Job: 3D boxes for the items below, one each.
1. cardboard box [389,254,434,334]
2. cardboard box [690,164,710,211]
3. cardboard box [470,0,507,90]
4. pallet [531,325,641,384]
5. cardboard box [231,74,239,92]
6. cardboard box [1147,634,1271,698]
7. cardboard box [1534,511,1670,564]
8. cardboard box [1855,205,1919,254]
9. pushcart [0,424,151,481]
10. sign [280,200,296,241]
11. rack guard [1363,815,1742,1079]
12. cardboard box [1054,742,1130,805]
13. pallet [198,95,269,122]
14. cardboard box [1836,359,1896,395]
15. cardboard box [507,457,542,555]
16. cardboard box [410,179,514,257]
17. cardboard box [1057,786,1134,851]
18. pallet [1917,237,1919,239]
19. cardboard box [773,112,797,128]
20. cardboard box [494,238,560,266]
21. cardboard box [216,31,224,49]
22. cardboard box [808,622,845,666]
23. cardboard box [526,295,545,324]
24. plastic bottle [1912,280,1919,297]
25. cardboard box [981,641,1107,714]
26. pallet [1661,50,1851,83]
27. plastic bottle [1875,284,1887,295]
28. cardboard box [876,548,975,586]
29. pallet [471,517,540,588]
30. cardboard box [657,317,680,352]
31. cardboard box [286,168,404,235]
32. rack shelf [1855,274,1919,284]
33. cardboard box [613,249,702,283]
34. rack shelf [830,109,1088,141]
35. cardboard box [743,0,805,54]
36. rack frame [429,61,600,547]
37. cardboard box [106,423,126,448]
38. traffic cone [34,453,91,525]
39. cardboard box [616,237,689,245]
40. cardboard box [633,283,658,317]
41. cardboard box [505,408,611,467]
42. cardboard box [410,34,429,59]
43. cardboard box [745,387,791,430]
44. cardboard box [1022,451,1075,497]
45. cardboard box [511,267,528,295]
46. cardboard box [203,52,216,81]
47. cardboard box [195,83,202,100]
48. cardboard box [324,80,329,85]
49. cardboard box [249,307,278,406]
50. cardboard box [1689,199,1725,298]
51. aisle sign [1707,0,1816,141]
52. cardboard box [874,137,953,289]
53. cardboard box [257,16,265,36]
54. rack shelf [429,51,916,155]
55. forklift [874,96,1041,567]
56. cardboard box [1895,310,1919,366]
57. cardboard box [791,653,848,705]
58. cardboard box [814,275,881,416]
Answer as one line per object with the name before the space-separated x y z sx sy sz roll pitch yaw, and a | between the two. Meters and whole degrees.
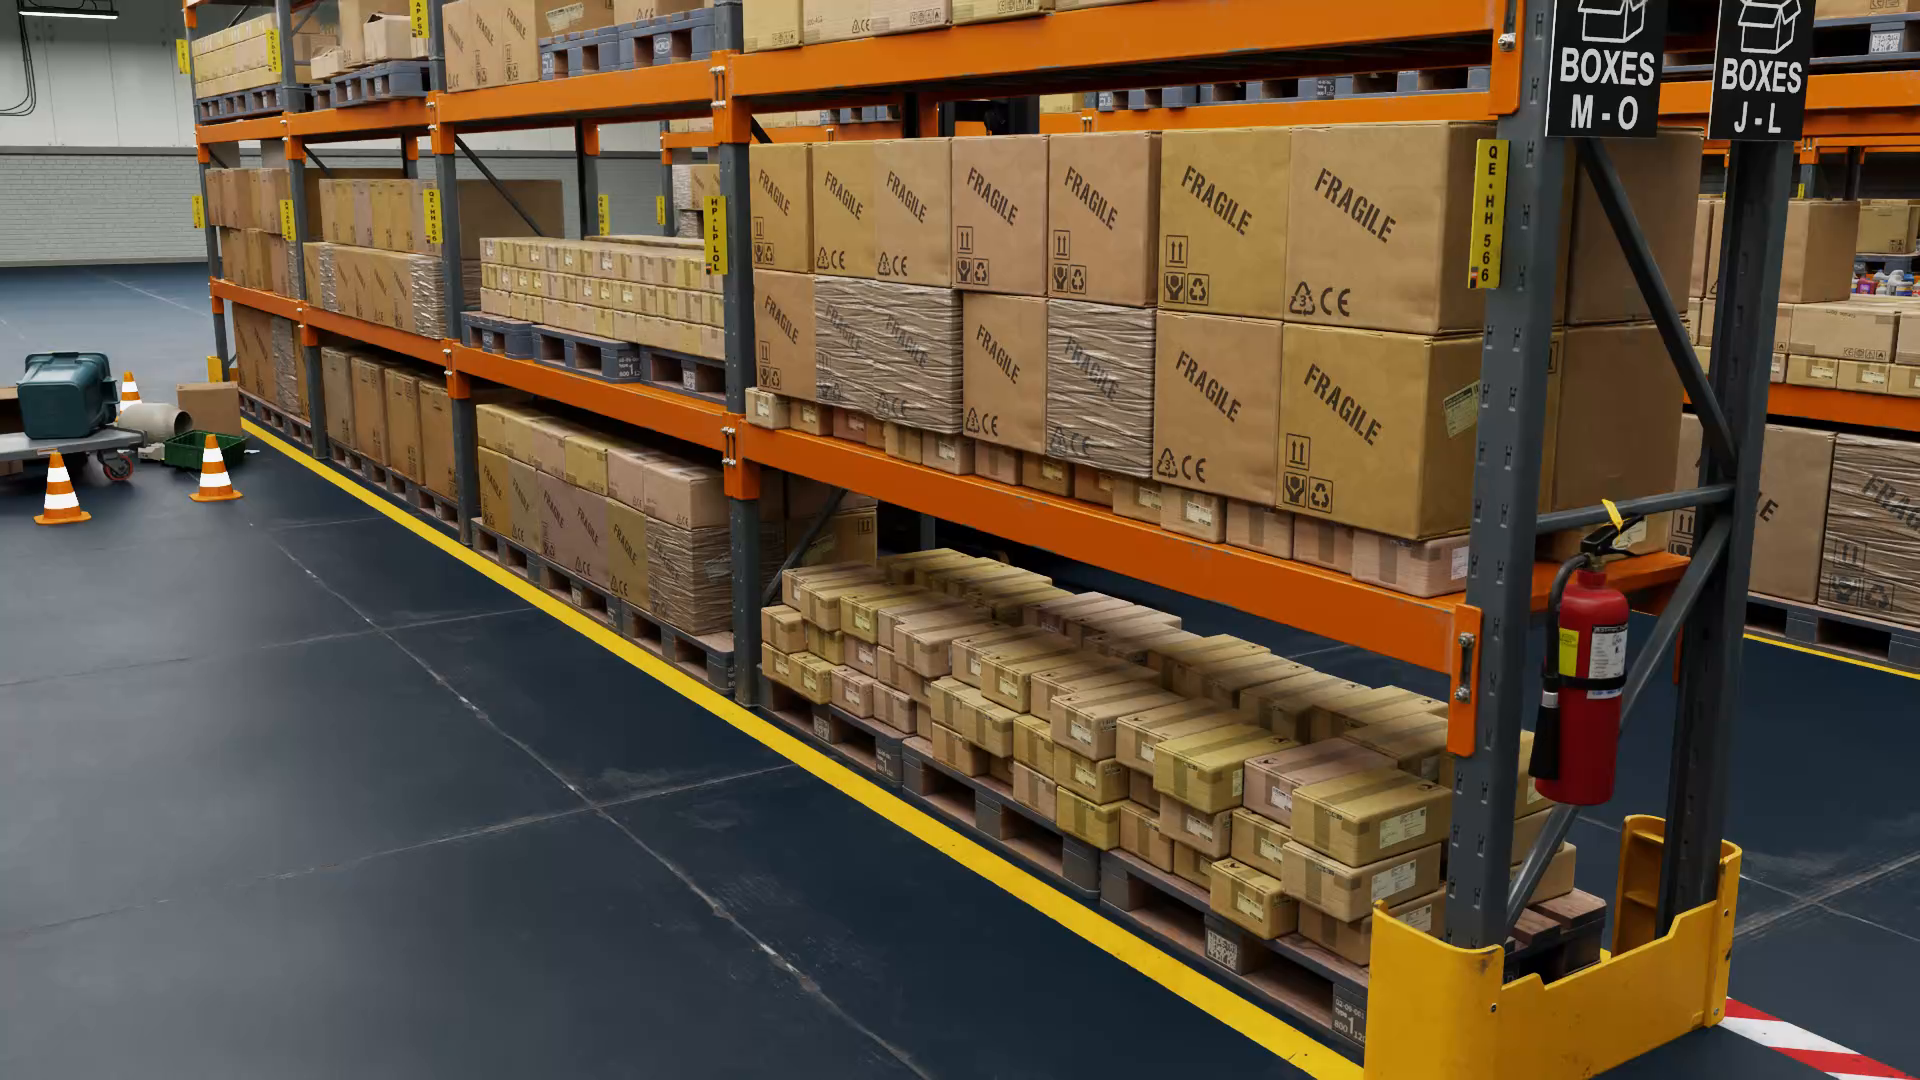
cardboard box | -3.530 -1.676 11.271 0.500 0.500 0.500 -8 15 -33
cardboard box | -2.680 -3.945 18.608 0.500 0.500 0.500 -8 15 -33
cardboard box | -2.404 -2.783 9.312 0.500 0.500 0.500 -8 15 -33
pallet | -1.651 -1.049 9.087 1.003 0.211 1.213 -8 15 -33
cardboard box | -6.312 -4.096 14.922 0.380 0.149 0.250 -8 15 -33
cardboard box | 0.898 0.465 6.014 0.380 0.149 0.250 -8 15 -32
cardboard box | 1.744 -0.041 4.616 0.380 0.149 0.250 -8 15 -33
cardboard box | 10.095 -3.386 18.109 0.500 0.500 0.700 9 15 36
pushcart | -7.192 -0.595 12.701 0.936 0.377 1.648 9 15 35
sign | -5.459 -2.597 13.505 0.100 0.325 0.005 -8 15 -33
rack guard | 1.609 1.140 4.477 1.175 0.500 0.348 -8 15 -33
cardboard box | 0.534 0.732 5.487 0.380 0.149 0.250 -8 15 -32
pallet | -6.794 -4.204 16.252 1.003 0.211 1.213 -8 15 -33
cardboard box | 4.518 -0.810 8.132 0.380 0.149 0.250 -8 15 -32
cardboard box | -2.320 -0.229 9.756 0.500 0.500 0.500 -8 15 -32
cardboard box | -3.303 -2.198 11.318 0.700 0.500 0.500 -8 15 -34
cardboard box | 0.543 0.880 5.506 0.380 0.149 0.250 -9 15 -35
pallet | 12.643 -4.072 22.908 1.003 0.211 1.213 -8 15 -33
cardboard box | -1.563 -4.307 16.865 0.500 0.250 0.500 -8 14 -31
cardboard box | -2.536 -1.710 9.875 0.380 0.149 0.250 -9 15 -34
cardboard box | -6.591 -4.576 15.248 0.380 0.149 0.250 -8 15 -33
cardboard box | -0.416 0.400 7.004 0.380 0.149 0.250 -8 15 -32
cardboard box | -2.252 -1.326 9.507 0.380 0.149 0.250 -7 14 -30
plastic bottle | 7.742 -1.995 13.427 0.097 0.201 0.097 0 12 0
cardboard box | 0.298 0.485 5.920 0.380 0.149 0.250 -8 15 -32
pallet | 4.064 -2.623 9.021 1.003 0.211 1.213 -8 15 -33
plastic bottle | 7.169 -1.886 12.931 0.097 0.201 0.097 0 12 0
cardboard box | -0.151 0.151 7.449 0.380 0.149 0.250 -8 14 -31
pallet | -2.350 0.011 10.316 1.003 0.211 1.213 -8 15 -33
cardboard box | -1.231 -0.999 8.013 0.380 0.149 0.250 -8 15 -33
cardboard box | -5.173 -2.872 14.094 0.875 0.550 0.550 -8 15 -33
rack shelf | 10.761 -2.524 17.066 1.077 0.370 4.000 -8 15 -33
cardboard box | -1.520 -1.385 8.385 0.380 0.149 0.250 -9 15 -35
rack shelf | 0.296 -3.529 14.639 1.077 0.370 4.000 -8 15 -33
cardboard box | -0.529 -2.057 6.577 0.500 0.250 0.500 -7 14 -30
rack frame | -2.781 -1.490 10.654 1.000 3.000 0.127 -8 15 -33
cardboard box | -7.483 -0.953 14.600 0.396 0.266 0.258 -5 13 -23
traffic cone | -6.217 -0.370 11.471 0.336 0.463 0.334 -8 15 -33
cardboard box | -1.846 -1.739 10.004 0.380 0.149 0.250 -8 14 -31
cardboard box | -1.387 -1.193 8.205 0.380 0.149 0.250 -9 15 -35
cardboard box | -2.320 -0.599 9.692 0.500 0.250 0.500 -8 15 -33
cardboard box | -3.296 -3.176 10.671 0.380 0.166 0.250 -8 15 -33
cardboard box | -0.681 -0.567 7.020 0.380 0.149 0.250 -7 14 -31
cardboard box | 0.434 -0.254 5.589 0.380 0.149 0.250 -8 15 -32
cardboard box | -2.378 -1.513 9.668 0.380 0.149 0.250 -9 15 -35
cardboard box | -6.878 -4.498 15.825 0.500 0.250 0.500 -8 15 -33
cardboard box | -7.291 -4.411 16.359 0.380 0.149 0.250 -8 15 -32
cardboard box | -5.482 -4.084 14.865 0.380 0.149 0.250 -8 15 -34
cardboard box | -6.294 -1.811 16.112 0.875 0.875 0.875 -8 15 -34
cardboard box | 3.939 -1.582 8.975 0.500 0.500 0.500 -8 15 -33
aisle sign | 1.941 -1.360 3.973 0.394 0.787 0.004 -8 15 -33
cardboard box | 0.035 -1.169 5.913 0.500 0.500 0.500 -8 15 -32
cardboard box | -5.606 -4.260 13.803 0.380 0.149 0.250 -8 15 -33
rack shelf | -1.673 -2.248 8.784 1.077 0.370 4.000 -8 15 -33
forklift | 0.411 -1.330 10.083 1.130 2.935 3.031 -10 16 -40
cardboard box | 4.784 -0.944 7.812 0.500 0.250 0.500 -9 15 -35
cardboard box | -0.484 0.559 6.974 0.380 0.149 0.250 -8 14 -31
cardboard box | -0.221 -0.768 6.421 0.500 0.500 0.500 -8 15 -33
